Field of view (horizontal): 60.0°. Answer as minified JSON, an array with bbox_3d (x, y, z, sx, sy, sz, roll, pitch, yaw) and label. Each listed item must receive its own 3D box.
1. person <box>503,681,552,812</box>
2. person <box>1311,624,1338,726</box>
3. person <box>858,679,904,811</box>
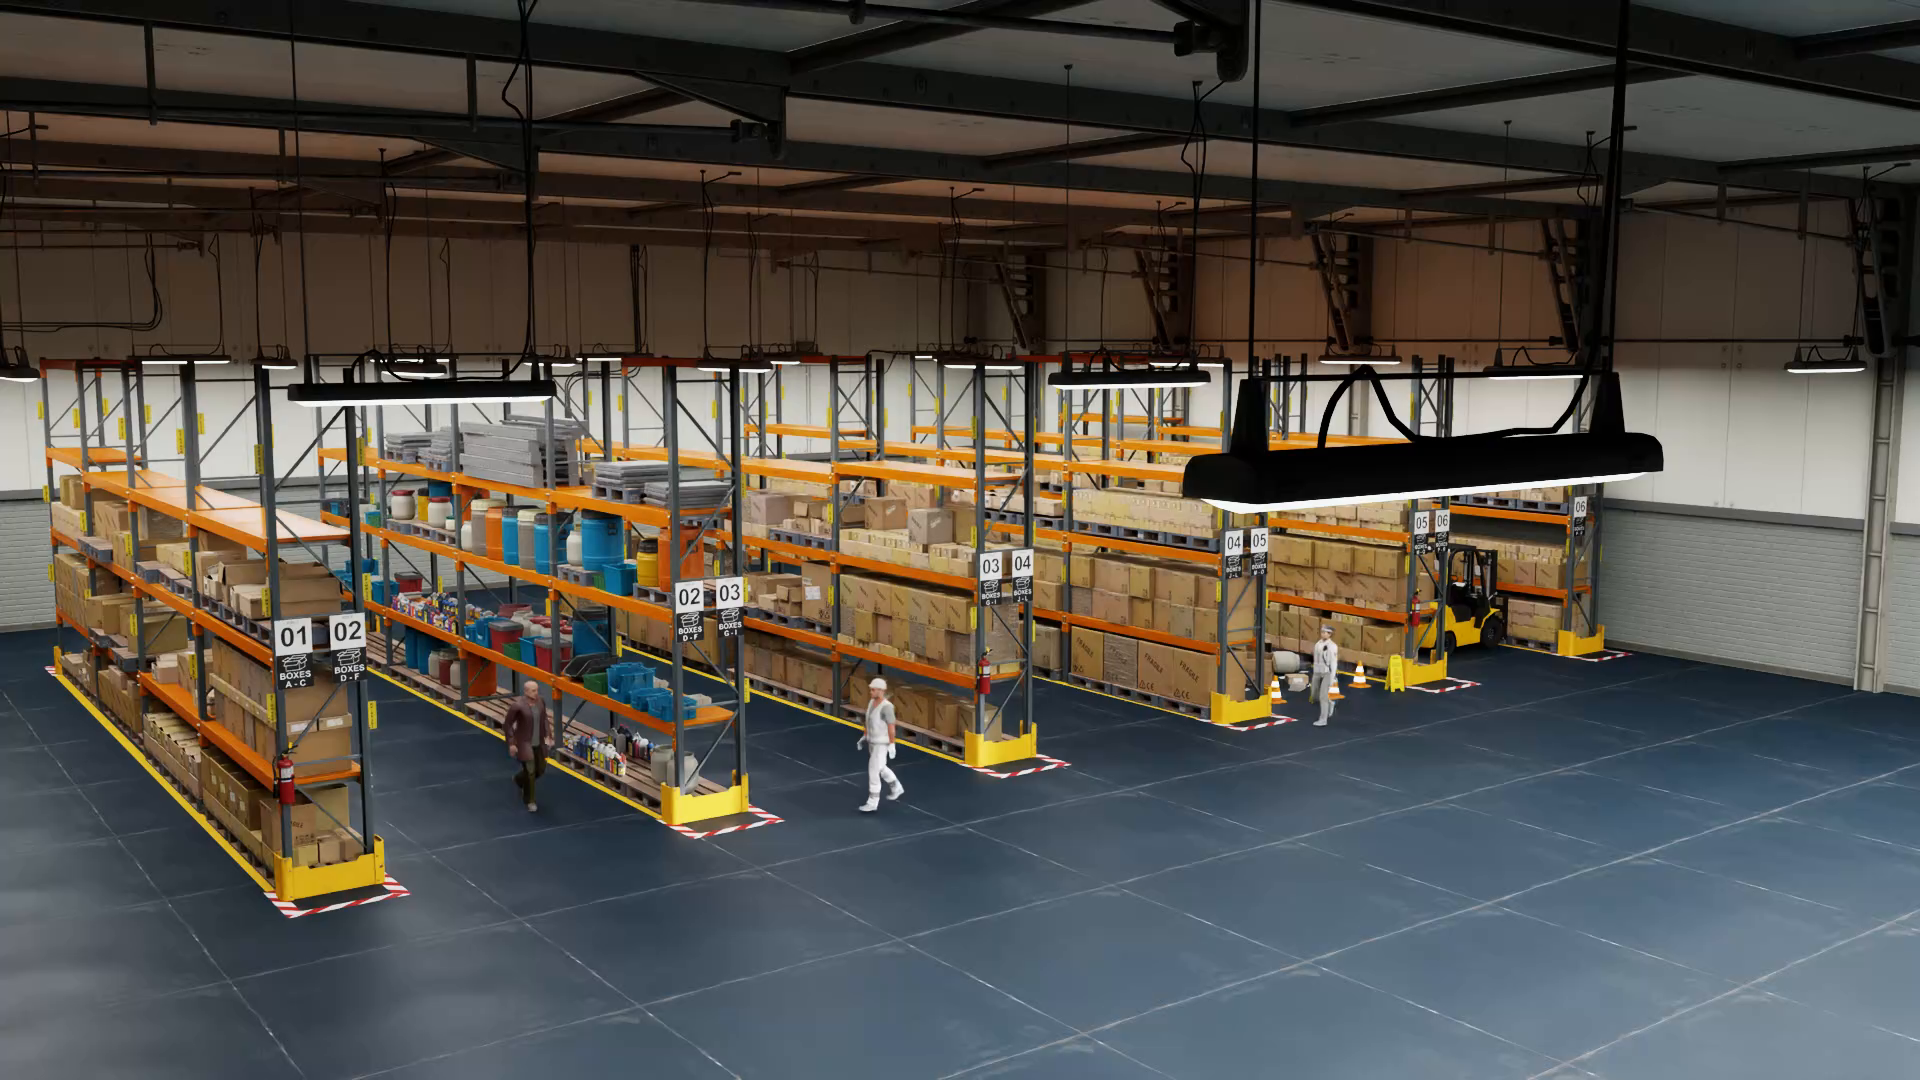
[{"bbox_3d":[-5.916,2.761,22.601,0.769,1.760,0.667,5,9,38],"label":"person"},{"bbox_3d":[6.044,2.198,27.401,0.628,1.667,0.492,-5,9,-37],"label":"person"},{"bbox_3d":[-1.080,2.752,22.585,0.853,1.771,0.522,-4,8,-30],"label":"person"}]
